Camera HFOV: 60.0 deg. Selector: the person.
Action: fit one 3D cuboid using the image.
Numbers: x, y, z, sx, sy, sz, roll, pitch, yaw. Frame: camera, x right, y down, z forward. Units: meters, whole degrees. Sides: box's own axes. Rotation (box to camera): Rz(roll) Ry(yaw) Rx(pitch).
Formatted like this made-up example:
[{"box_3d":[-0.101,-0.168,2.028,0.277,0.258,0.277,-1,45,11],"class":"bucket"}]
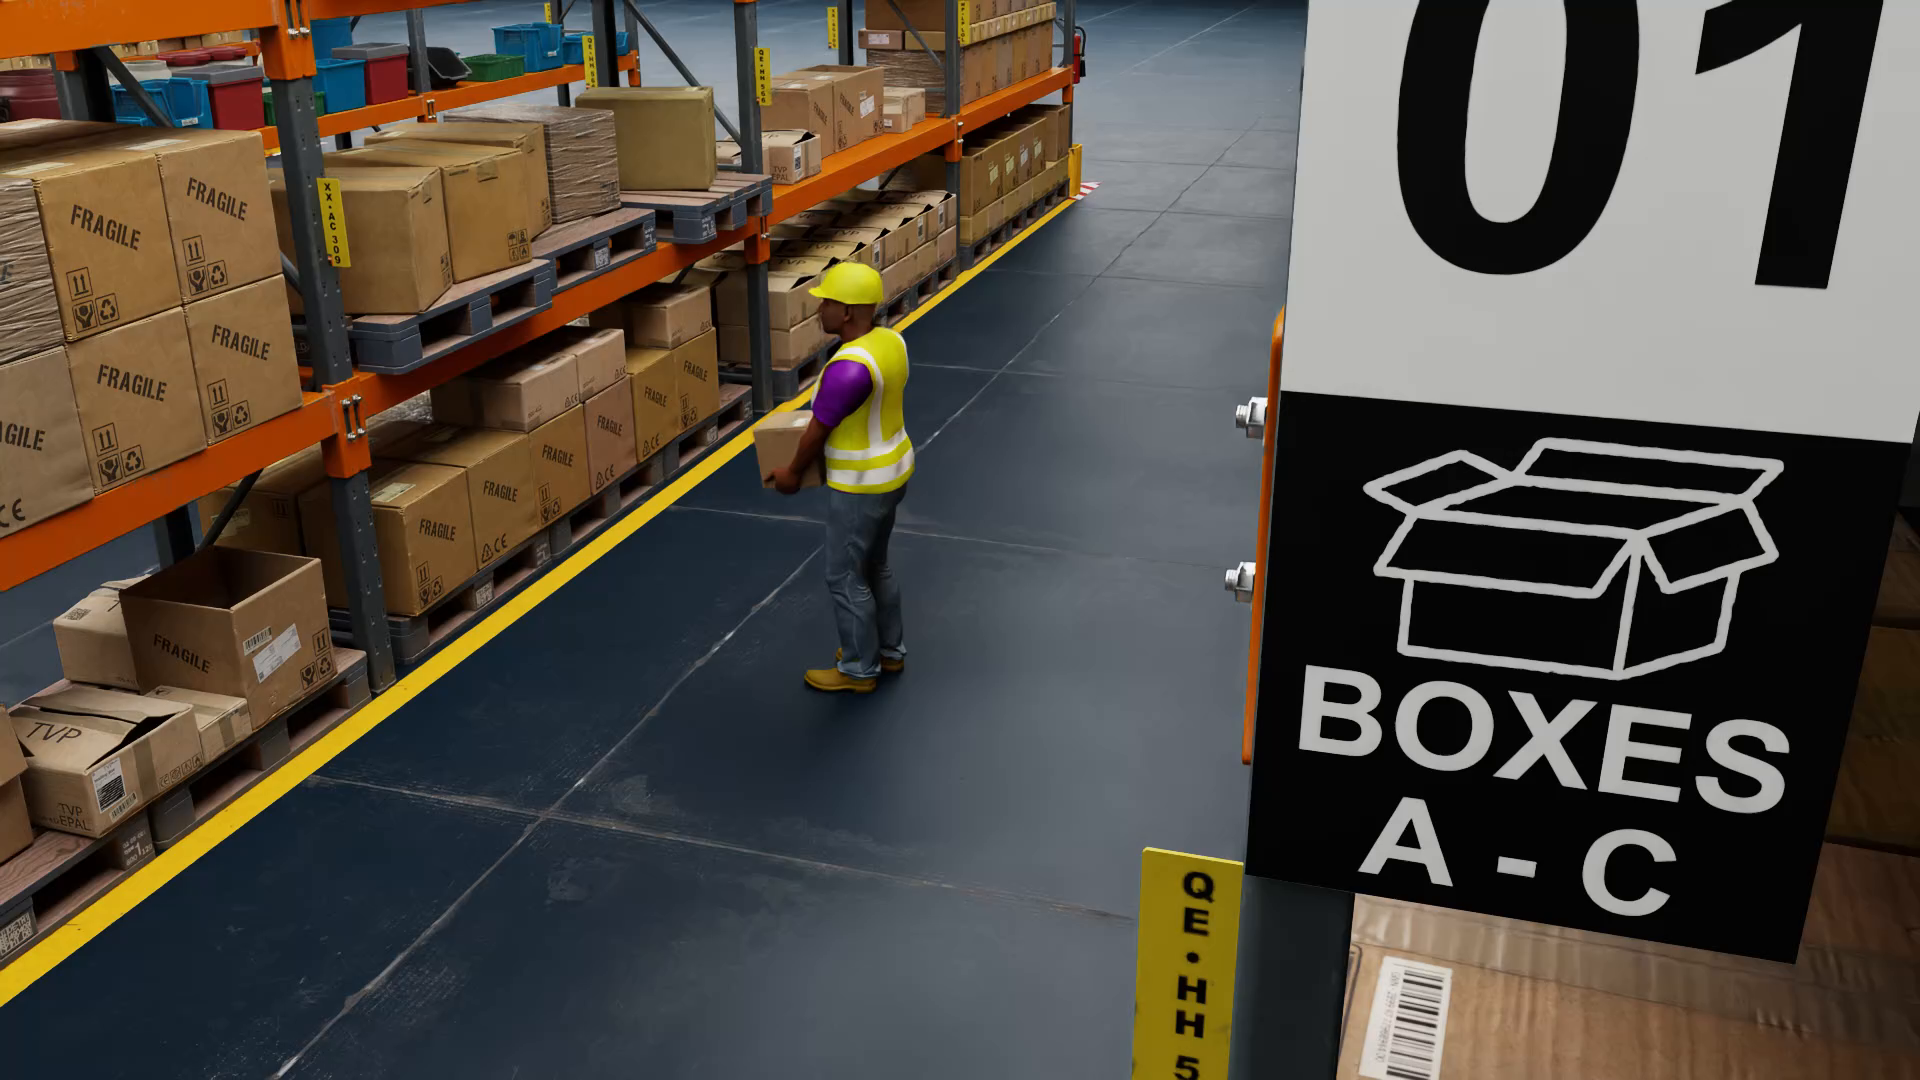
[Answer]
[{"box_3d":[-0.480,-0.242,6.665,0.566,1.762,0.505,6,23,15],"class":"person"}]
